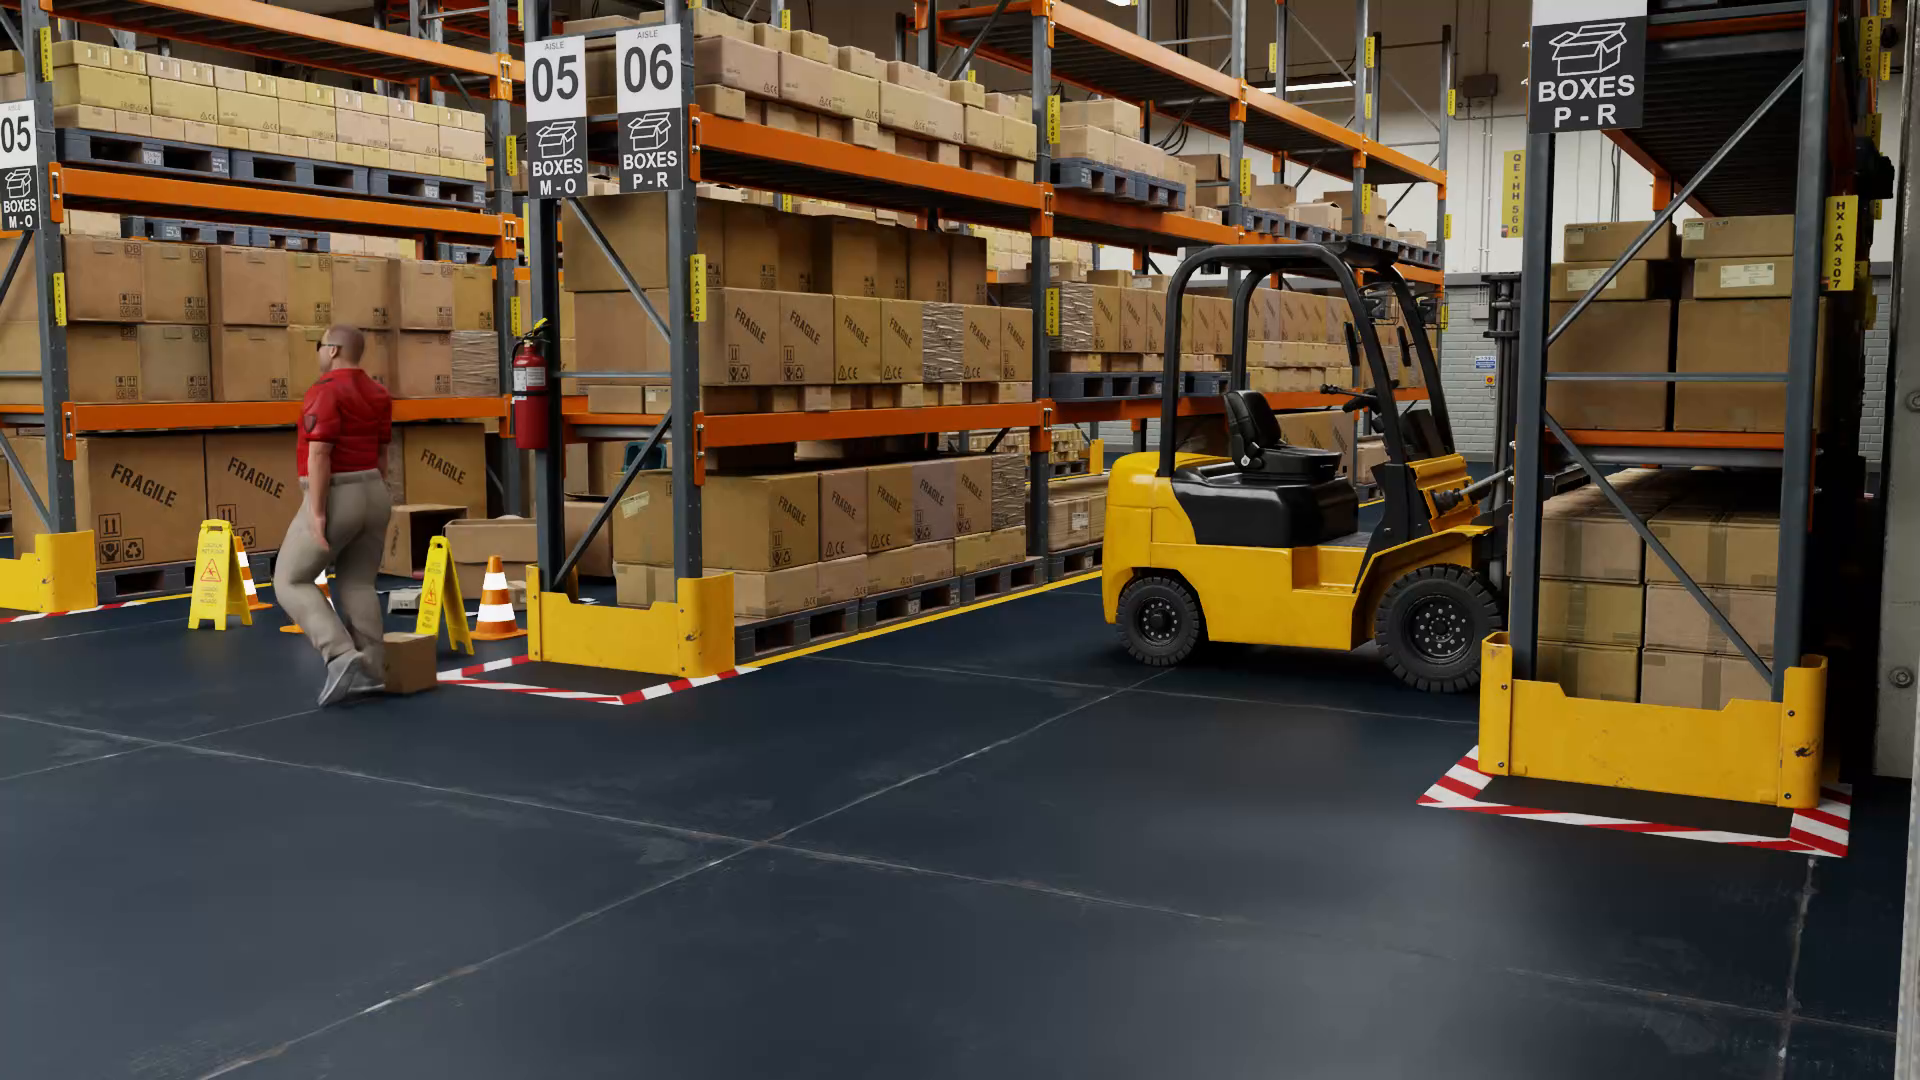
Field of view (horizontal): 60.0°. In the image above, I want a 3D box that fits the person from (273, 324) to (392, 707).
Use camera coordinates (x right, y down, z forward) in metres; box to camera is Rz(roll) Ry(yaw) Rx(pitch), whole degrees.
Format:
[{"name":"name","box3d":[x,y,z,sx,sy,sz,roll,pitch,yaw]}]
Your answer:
[{"name":"person","box3d":[-2.891,-0.117,7.719,0.428,1.761,0.536,3,6,23]}]
